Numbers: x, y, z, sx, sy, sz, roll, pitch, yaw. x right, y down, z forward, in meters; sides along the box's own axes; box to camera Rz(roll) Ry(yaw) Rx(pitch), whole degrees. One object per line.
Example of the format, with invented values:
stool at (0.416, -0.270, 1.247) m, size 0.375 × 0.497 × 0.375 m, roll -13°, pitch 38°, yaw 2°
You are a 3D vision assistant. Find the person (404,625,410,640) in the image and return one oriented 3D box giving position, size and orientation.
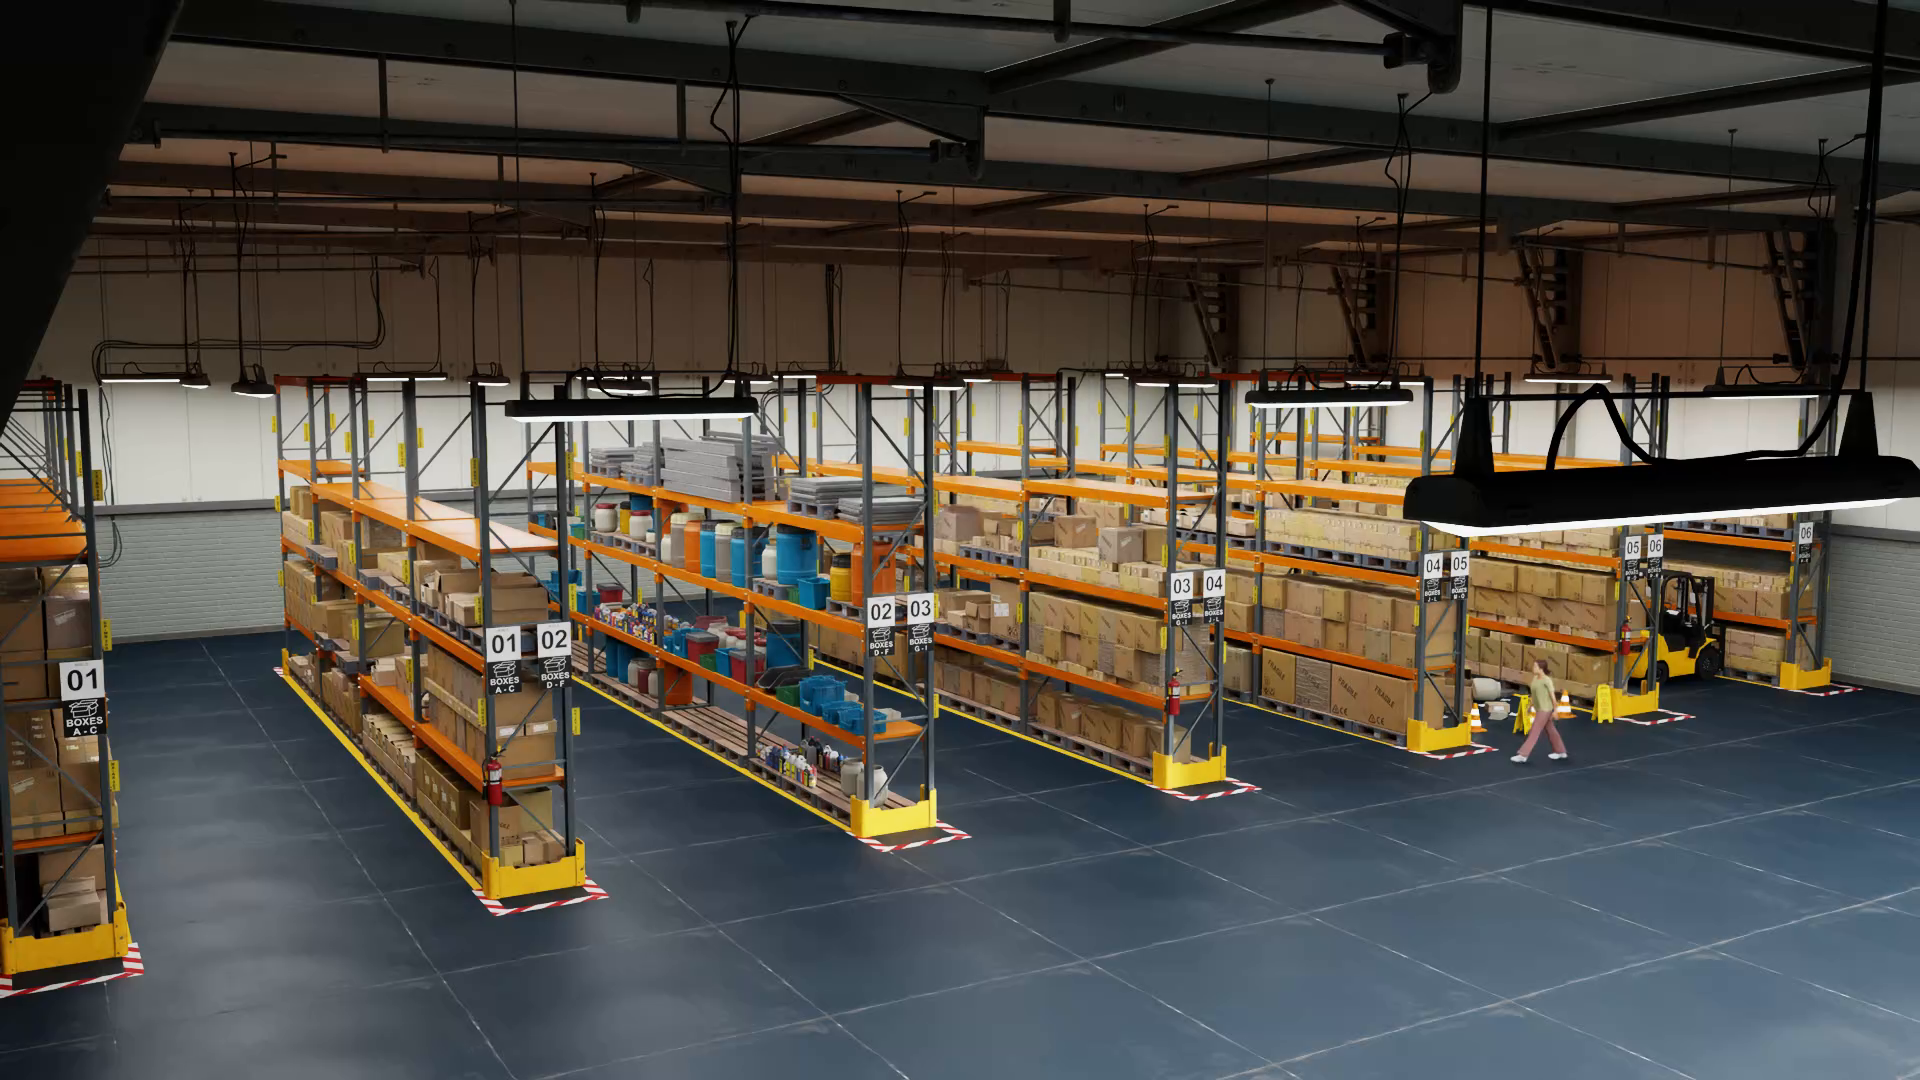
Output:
person at (-11.905, 1.435, 36.923) m, size 1.161 × 1.725 × 0.567 m, roll 0°, pitch 6°, yaw -4°

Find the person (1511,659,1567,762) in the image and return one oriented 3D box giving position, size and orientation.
person at (9.077, 2.655, 26.075) m, size 1.020 × 1.598 × 0.492 m, roll -1°, pitch 6°, yaw -10°
